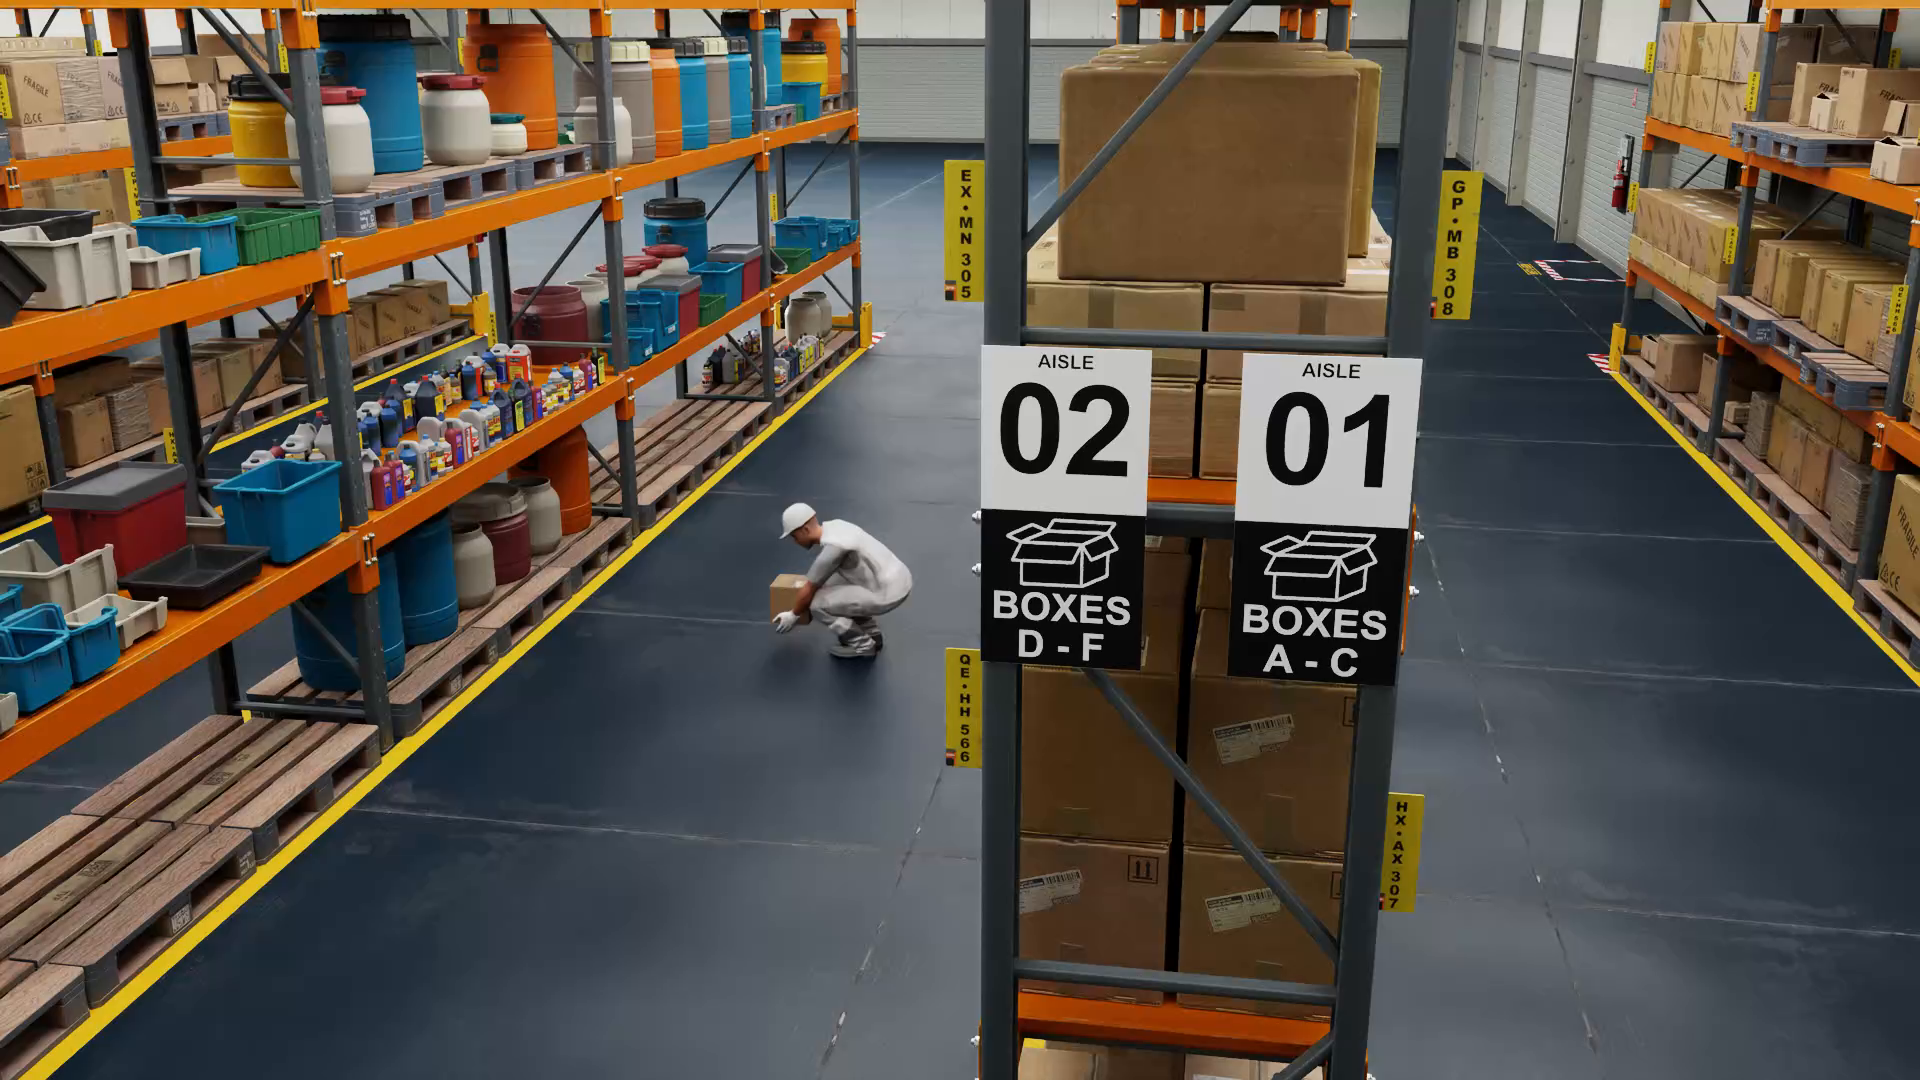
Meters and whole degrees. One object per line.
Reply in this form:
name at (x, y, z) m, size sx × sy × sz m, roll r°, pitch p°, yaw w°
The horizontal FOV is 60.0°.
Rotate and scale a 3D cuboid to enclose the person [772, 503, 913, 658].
person at (-0.745, 0.244, 10.568) m, size 0.865 × 0.993 × 0.562 m, roll 3°, pitch 18°, yaw 9°
